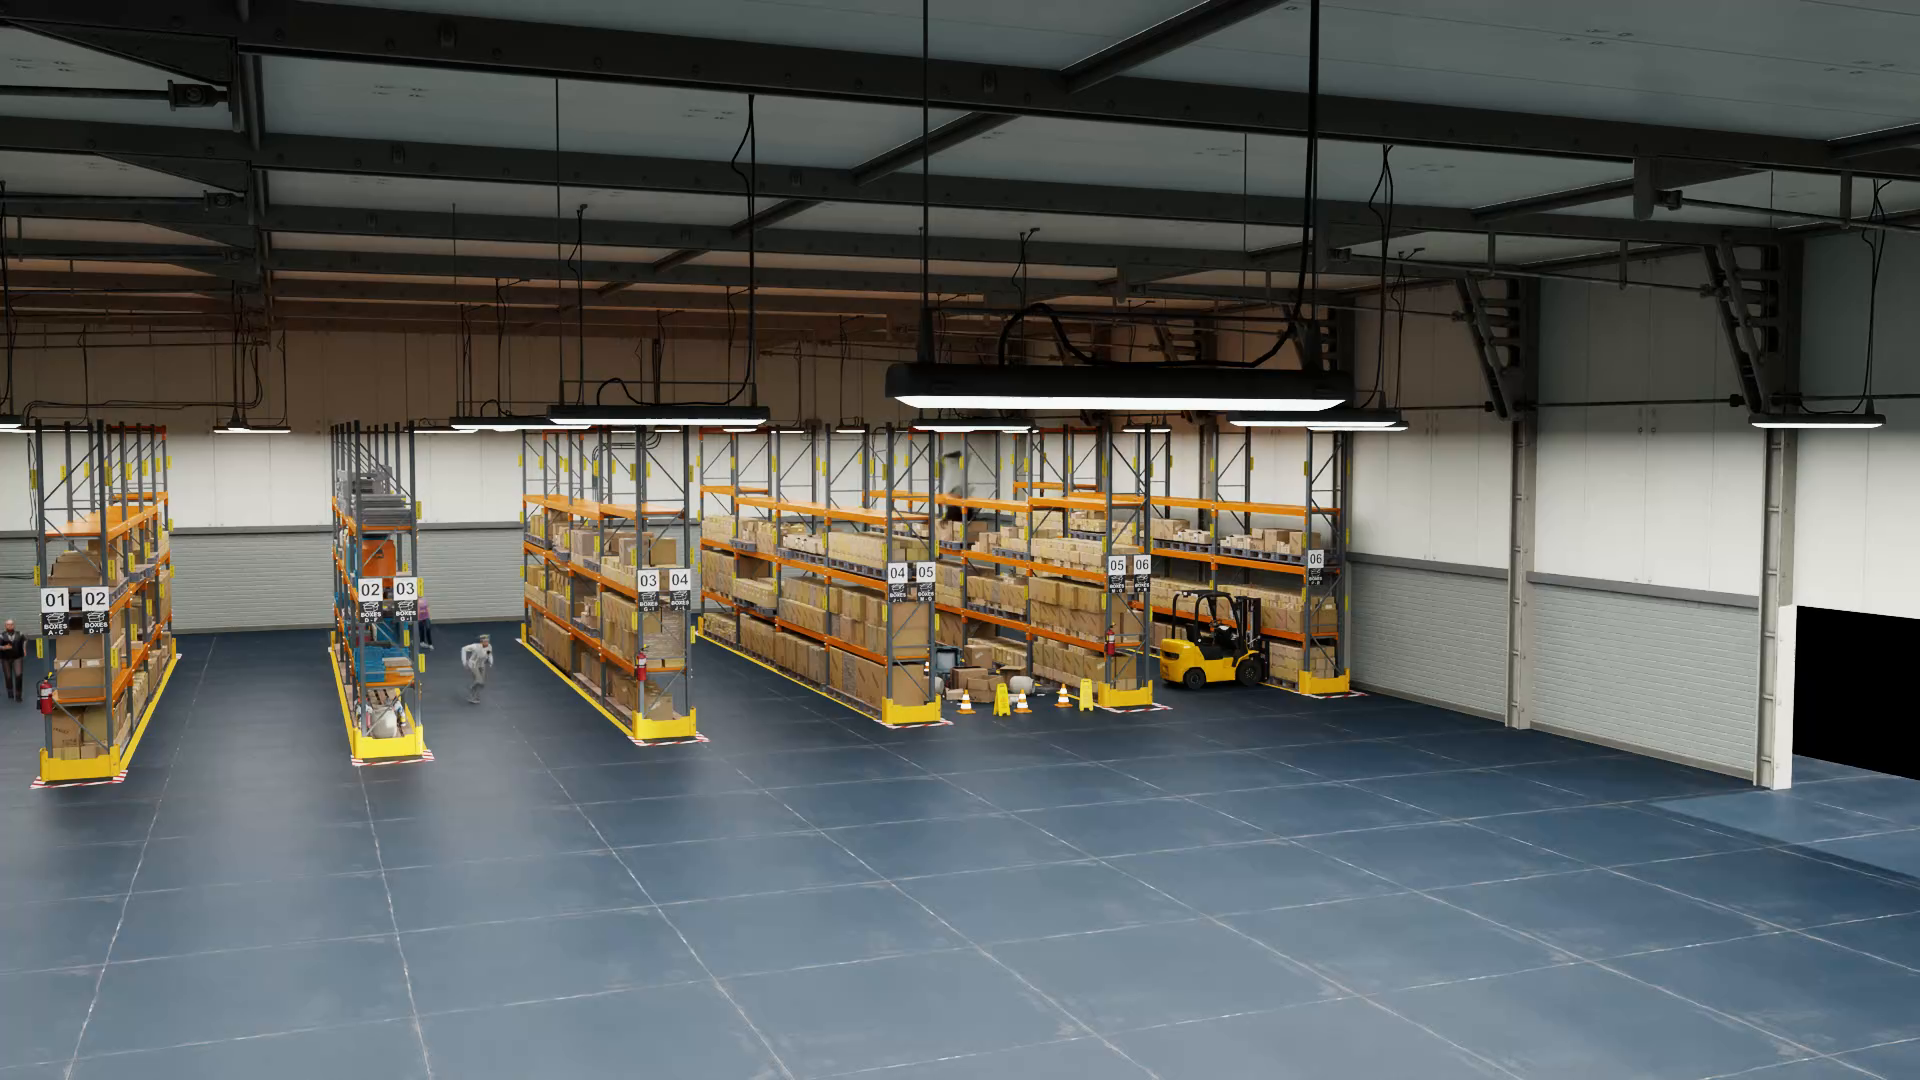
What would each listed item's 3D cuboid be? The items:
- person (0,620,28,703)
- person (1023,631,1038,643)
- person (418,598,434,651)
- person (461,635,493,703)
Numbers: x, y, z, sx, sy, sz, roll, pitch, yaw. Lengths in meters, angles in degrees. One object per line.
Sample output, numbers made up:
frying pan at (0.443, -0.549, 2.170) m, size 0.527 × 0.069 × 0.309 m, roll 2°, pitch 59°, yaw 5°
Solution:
person at (-20.479, 2.614, 35.905) m, size 0.642 × 1.775 × 0.791 m, roll -2°, pitch 4°, yaw -29°
person at (1.889, 2.204, 43.531) m, size 0.588 × 1.670 × 0.795 m, roll -2°, pitch 4°, yaw -29°
person at (-14.456, 2.145, 44.607) m, size 0.532 × 1.610 × 0.769 m, roll -2°, pitch 4°, yaw -33°
person at (-10.298, 2.759, 35.497) m, size 0.816 × 1.497 × 0.645 m, roll 3°, pitch 5°, yaw 42°
